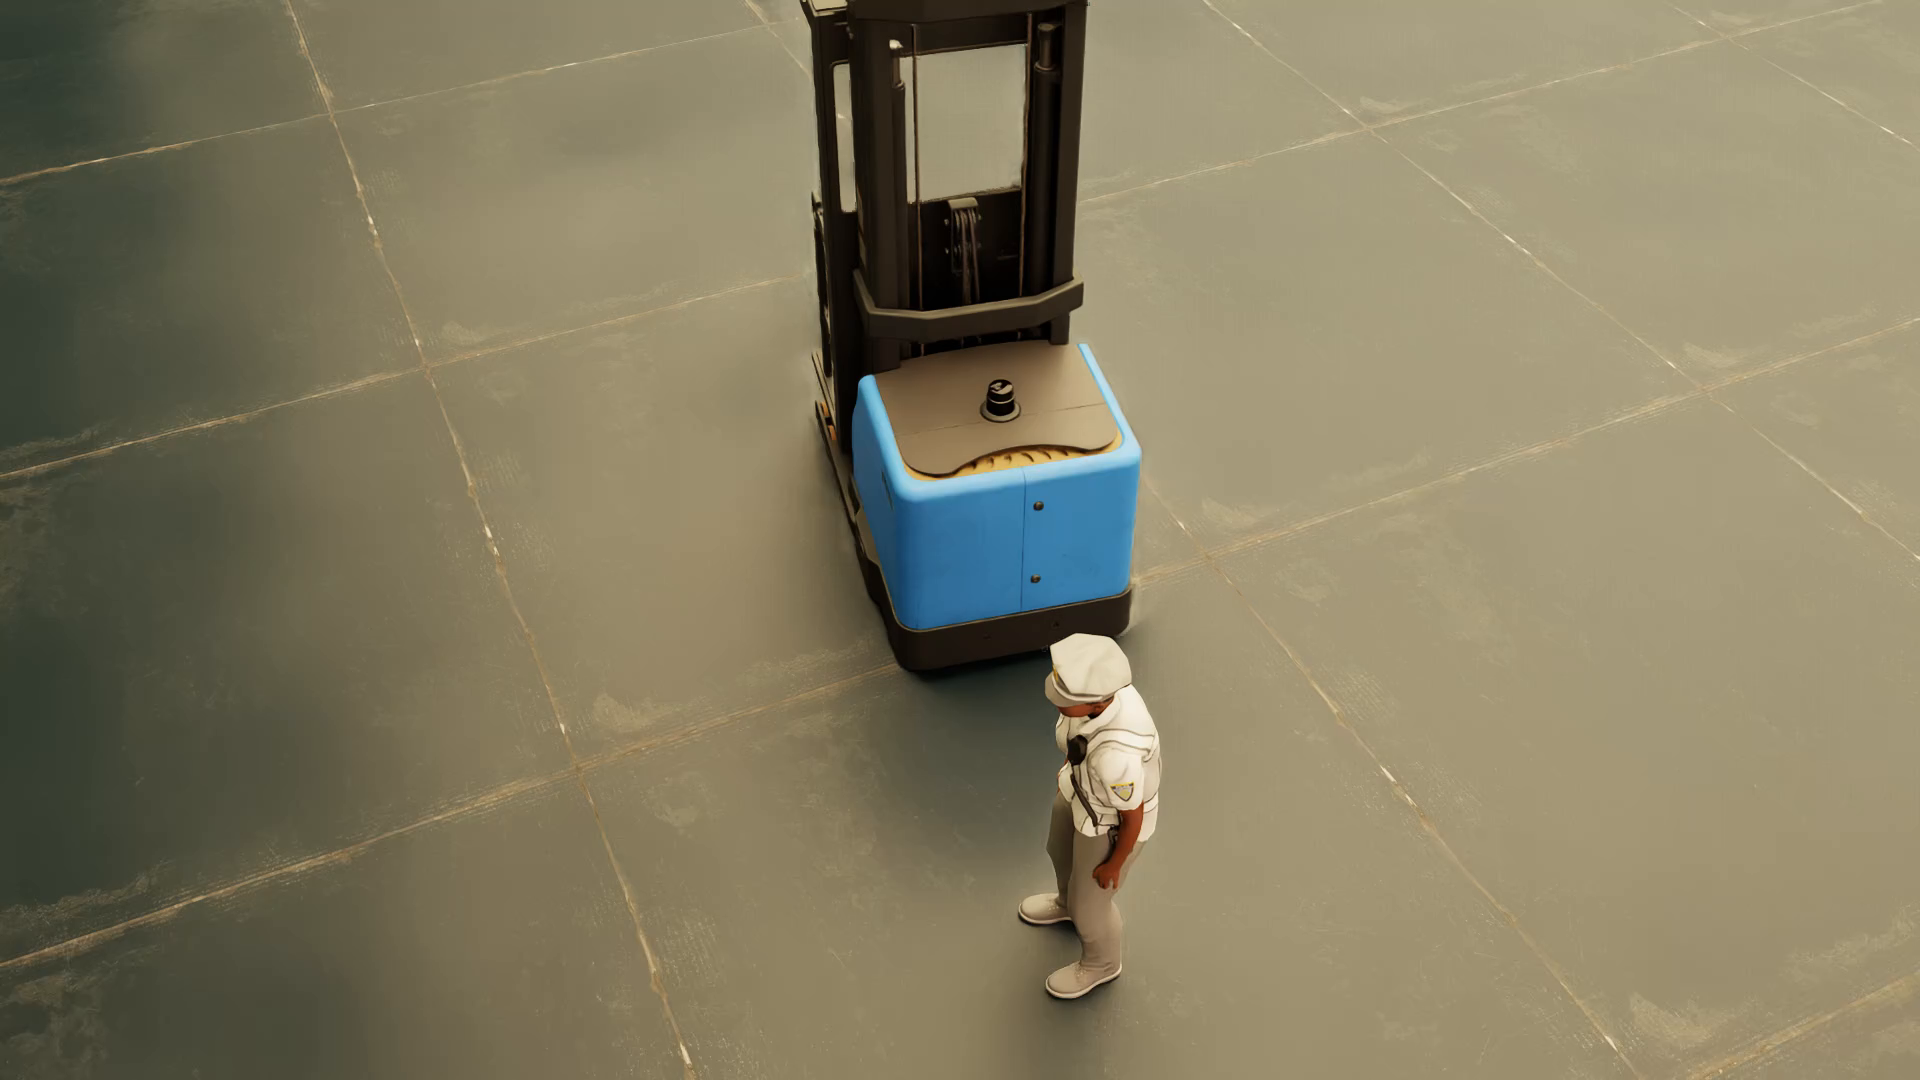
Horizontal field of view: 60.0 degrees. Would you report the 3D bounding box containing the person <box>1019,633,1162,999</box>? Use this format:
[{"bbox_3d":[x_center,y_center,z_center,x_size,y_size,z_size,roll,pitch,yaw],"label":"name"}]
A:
[{"bbox_3d":[0.445,0.923,5.628,0.397,1.655,0.517,-10,44,-11],"label":"person"}]

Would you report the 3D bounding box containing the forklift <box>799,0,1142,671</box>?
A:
[{"bbox_3d":[-0.103,-1.533,7.322,1.130,2.935,3.031,-10,44,-10],"label":"forklift"}]
